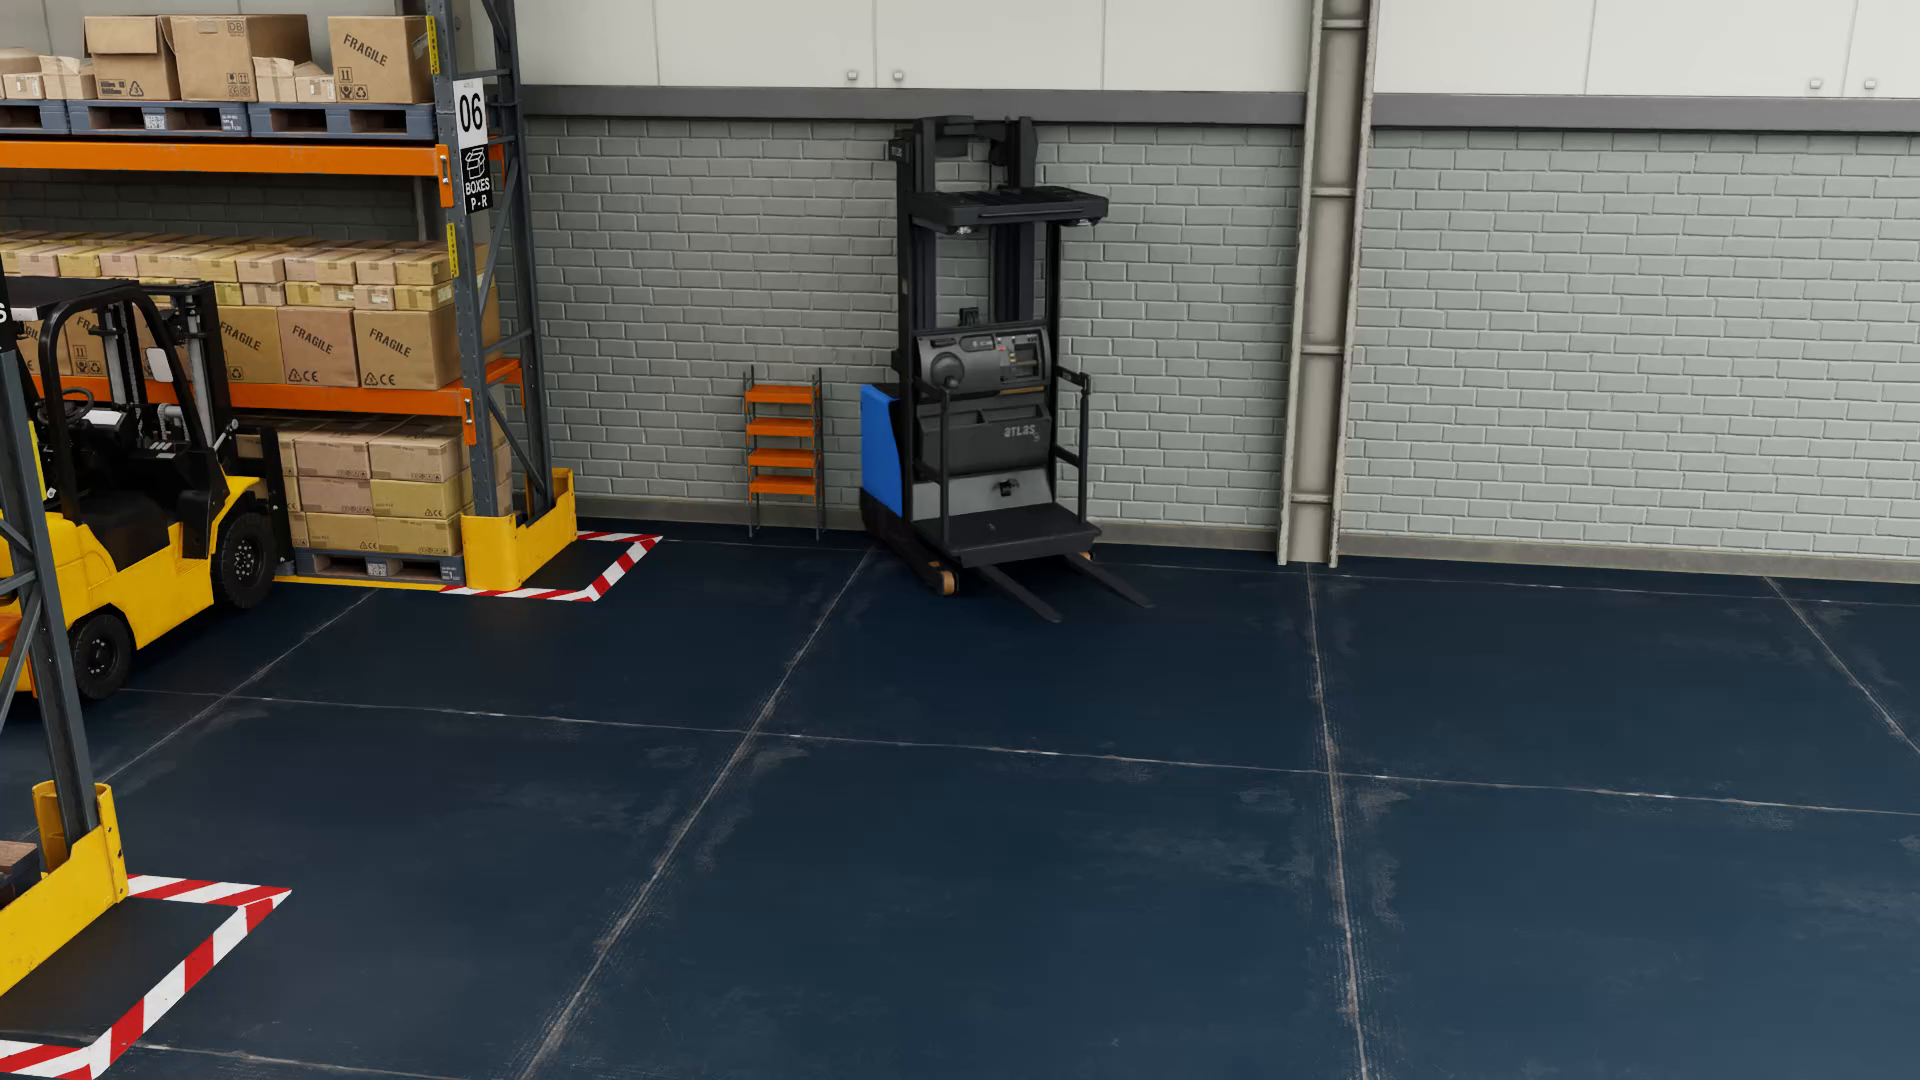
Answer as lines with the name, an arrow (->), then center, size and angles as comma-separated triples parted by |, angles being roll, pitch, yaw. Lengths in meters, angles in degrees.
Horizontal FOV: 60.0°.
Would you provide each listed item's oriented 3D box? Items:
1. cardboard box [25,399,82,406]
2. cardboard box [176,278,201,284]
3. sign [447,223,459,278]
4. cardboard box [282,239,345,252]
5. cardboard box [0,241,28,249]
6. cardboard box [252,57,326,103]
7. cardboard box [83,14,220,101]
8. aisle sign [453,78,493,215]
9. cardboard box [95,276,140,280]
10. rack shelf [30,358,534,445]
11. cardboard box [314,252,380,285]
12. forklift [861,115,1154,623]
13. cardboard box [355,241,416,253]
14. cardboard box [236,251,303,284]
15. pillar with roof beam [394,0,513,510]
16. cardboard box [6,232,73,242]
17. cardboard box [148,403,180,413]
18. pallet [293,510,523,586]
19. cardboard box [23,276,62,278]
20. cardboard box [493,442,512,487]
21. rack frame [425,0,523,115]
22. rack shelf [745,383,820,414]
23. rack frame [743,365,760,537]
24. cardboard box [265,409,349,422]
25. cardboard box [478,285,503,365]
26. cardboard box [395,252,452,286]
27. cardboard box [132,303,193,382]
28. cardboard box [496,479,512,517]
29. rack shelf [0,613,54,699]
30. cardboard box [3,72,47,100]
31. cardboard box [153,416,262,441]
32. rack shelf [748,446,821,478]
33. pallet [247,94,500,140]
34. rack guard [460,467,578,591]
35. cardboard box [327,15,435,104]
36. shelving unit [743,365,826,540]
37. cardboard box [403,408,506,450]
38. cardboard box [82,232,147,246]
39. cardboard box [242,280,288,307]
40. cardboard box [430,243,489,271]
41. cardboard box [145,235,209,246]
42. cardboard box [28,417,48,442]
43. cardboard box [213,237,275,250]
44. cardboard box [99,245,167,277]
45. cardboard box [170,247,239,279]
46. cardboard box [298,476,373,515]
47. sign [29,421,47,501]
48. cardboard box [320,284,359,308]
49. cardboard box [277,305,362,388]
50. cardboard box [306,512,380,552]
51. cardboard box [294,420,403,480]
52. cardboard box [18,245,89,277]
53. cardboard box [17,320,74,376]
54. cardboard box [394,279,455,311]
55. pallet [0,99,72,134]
cardboard box -> -6.434, -0.886, 11.818 | 0.500, 0.250, 0.500 | 3, 19, 10
cardboard box -> -4.891, -1.661, 10.862 | 0.250, 0.149, 0.380 | 3, 19, 8
sign -> -3.101, -1.771, 10.171 | 0.005, 0.325, 0.100 | 3, 19, 9
cardboard box -> -4.321, -1.914, 11.148 | 0.250, 0.149, 0.380 | 4, 19, 10
cardboard box -> -6.407, -1.888, 11.070 | 0.250, 0.149, 0.380 | 3, 19, 9
cardboard box -> -4.118, -2.844, 10.240 | 0.258, 0.266, 0.396 | 3, 19, 9
cardboard box -> -5.044, -3.067, 10.534 | 0.637, 0.503, 0.797 | 4, 19, 10
aisle sign -> -2.983, -2.417, 10.201 | 0.004, 0.787, 0.394 | 3, 19, 9
cardboard box -> -5.418, -1.664, 10.868 | 0.250, 0.149, 0.380 | 2, 19, 7
rack shelf -> -4.976, -1.039, 11.313 | 4.000, 0.370, 1.077 | 3, 19, 9
cardboard box -> -3.899, -1.735, 10.611 | 0.250, 0.149, 0.380 | 3, 19, 10
forklift -> 0.248, -1.183, 10.720 | 1.130, 2.935, 3.031 | -8, 20, -22
cardboard box -> -3.815, -1.892, 11.080 | 0.250, 0.149, 0.380 | 3, 19, 10
cardboard box -> -4.408, -1.749, 10.653 | 0.250, 0.149, 0.380 | 3, 19, 10
pillar with roof beam -> -4.228, -3.093, 6.864 | 0.400, 9.000, 9.100 | 3, 19, 9
cardboard box -> -6.346, -2.029, 11.493 | 0.250, 0.149, 0.380 | 2, 19, 7
cardboard box -> -5.434, -0.835, 11.667 | 0.500, 0.250, 0.500 | 3, 19, 9
pallet -> -3.763, 0.018, 11.417 | 1.213, 0.211, 1.003 | 3, 19, 9
cardboard box -> -5.928, -1.684, 10.930 | 0.250, 0.149, 0.380 | 3, 19, 10
cardboard box -> -3.432, -0.500, 11.454 | 0.500, 0.250, 0.500 | 3, 19, 10
rack frame -> -3.001, -4.124, 9.947 | 0.127, 3.000, 1.000 | 3, 19, 9
rack shelf -> -1.236, -0.989, 11.629 | 0.480, 0.148, 0.258 | 3, 19, 8
rack frame -> -1.477, -0.627, 11.788 | 0.015, 1.200, 0.240 | 3, 19, 8
cardboard box -> -4.432, -0.784, 11.516 | 0.500, 0.250, 0.500 | 3, 19, 8
cardboard box -> -3.446, -1.438, 11.217 | 0.500, 0.500, 0.500 | 4, 19, 10
cardboard box -> -3.388, -1.727, 10.589 | 0.250, 0.149, 0.380 | 3, 19, 9
cardboard box -> -5.044, -1.346, 10.940 | 0.500, 0.500, 0.500 | 3, 19, 9
cardboard box -> -3.455, -0.260, 11.525 | 0.500, 0.250, 0.500 | 3, 19, 9
rack shelf -> -5.759, 0.517, 6.665 | 4.000, 0.370, 1.077 | 3, 19, 9
cardboard box -> -5.797, -2.874, 10.514 | 0.250, 0.149, 0.380 | 3, 19, 10
cardboard box -> -5.009, -0.648, 11.108 | 0.500, 0.250, 0.500 | 3, 19, 8
rack shelf -> -1.236, -0.552, 11.775 | 0.480, 0.148, 0.258 | 3, 19, 8
pallet -> -3.695, -2.703, 10.567 | 1.213, 0.211, 1.003 | 3, 19, 9
rack guard -> -2.977, -0.092, 11.292 | 0.348, 0.500, 1.175 | 3, 19, 9
cardboard box -> -3.477, -2.941, 10.163 | 0.500, 0.500, 0.500 | 4, 19, 10
shelving unit -> -1.236, -0.616, 11.754 | 0.503, 1.200, 0.258 | 3, 19, 8
cardboard box -> -3.446, -0.732, 11.359 | 0.500, 0.250, 0.500 | 3, 19, 8
cardboard box -> -5.826, -2.027, 11.486 | 0.250, 0.149, 0.380 | 3, 19, 8
cardboard box -> -4.405, -1.614, 10.720 | 0.250, 0.149, 0.380 | 2, 19, 7
cardboard box -> -3.299, -1.859, 10.983 | 0.250, 0.149, 0.380 | 3, 19, 8
cardboard box -> -5.328, -1.980, 11.346 | 0.250, 0.149, 0.380 | 3, 19, 8
cardboard box -> -6.019, -0.698, 11.258 | 0.500, 0.250, 0.500 | 3, 19, 9
cardboard box -> -4.821, -1.946, 11.242 | 0.250, 0.149, 0.380 | 3, 19, 9
cardboard box -> -5.398, -1.827, 10.889 | 0.250, 0.149, 0.380 | 3, 19, 8
cardboard box -> -4.904, -1.803, 10.814 | 0.250, 0.149, 0.380 | 3, 19, 9
cardboard box -> -4.025, -0.367, 11.055 | 0.500, 0.250, 0.500 | 3, 19, 8
sign -> -3.699, -0.304, 6.621 | 0.005, 0.325, 0.100 | 3, 19, 9
cardboard box -> -3.891, -1.600, 10.677 | 0.250, 0.149, 0.380 | 3, 19, 10
cardboard box -> -4.039, -1.298, 10.798 | 0.500, 0.500, 0.500 | 4, 19, 10
cardboard box -> -4.005, -0.127, 11.127 | 0.500, 0.250, 0.500 | 3, 19, 9
cardboard box -> -4.010, -0.598, 10.958 | 0.500, 0.250, 0.500 | 3, 19, 10
cardboard box -> -5.919, -1.827, 10.889 | 0.250, 0.149, 0.380 | 3, 19, 10
cardboard box -> -6.037, -1.403, 11.110 | 0.500, 0.500, 0.500 | 3, 19, 10
cardboard box -> -3.388, -1.564, 10.569 | 0.250, 0.149, 0.380 | 3, 19, 9
pallet -> -6.104, -2.826, 10.934 | 1.213, 0.211, 1.003 | 3, 19, 9
